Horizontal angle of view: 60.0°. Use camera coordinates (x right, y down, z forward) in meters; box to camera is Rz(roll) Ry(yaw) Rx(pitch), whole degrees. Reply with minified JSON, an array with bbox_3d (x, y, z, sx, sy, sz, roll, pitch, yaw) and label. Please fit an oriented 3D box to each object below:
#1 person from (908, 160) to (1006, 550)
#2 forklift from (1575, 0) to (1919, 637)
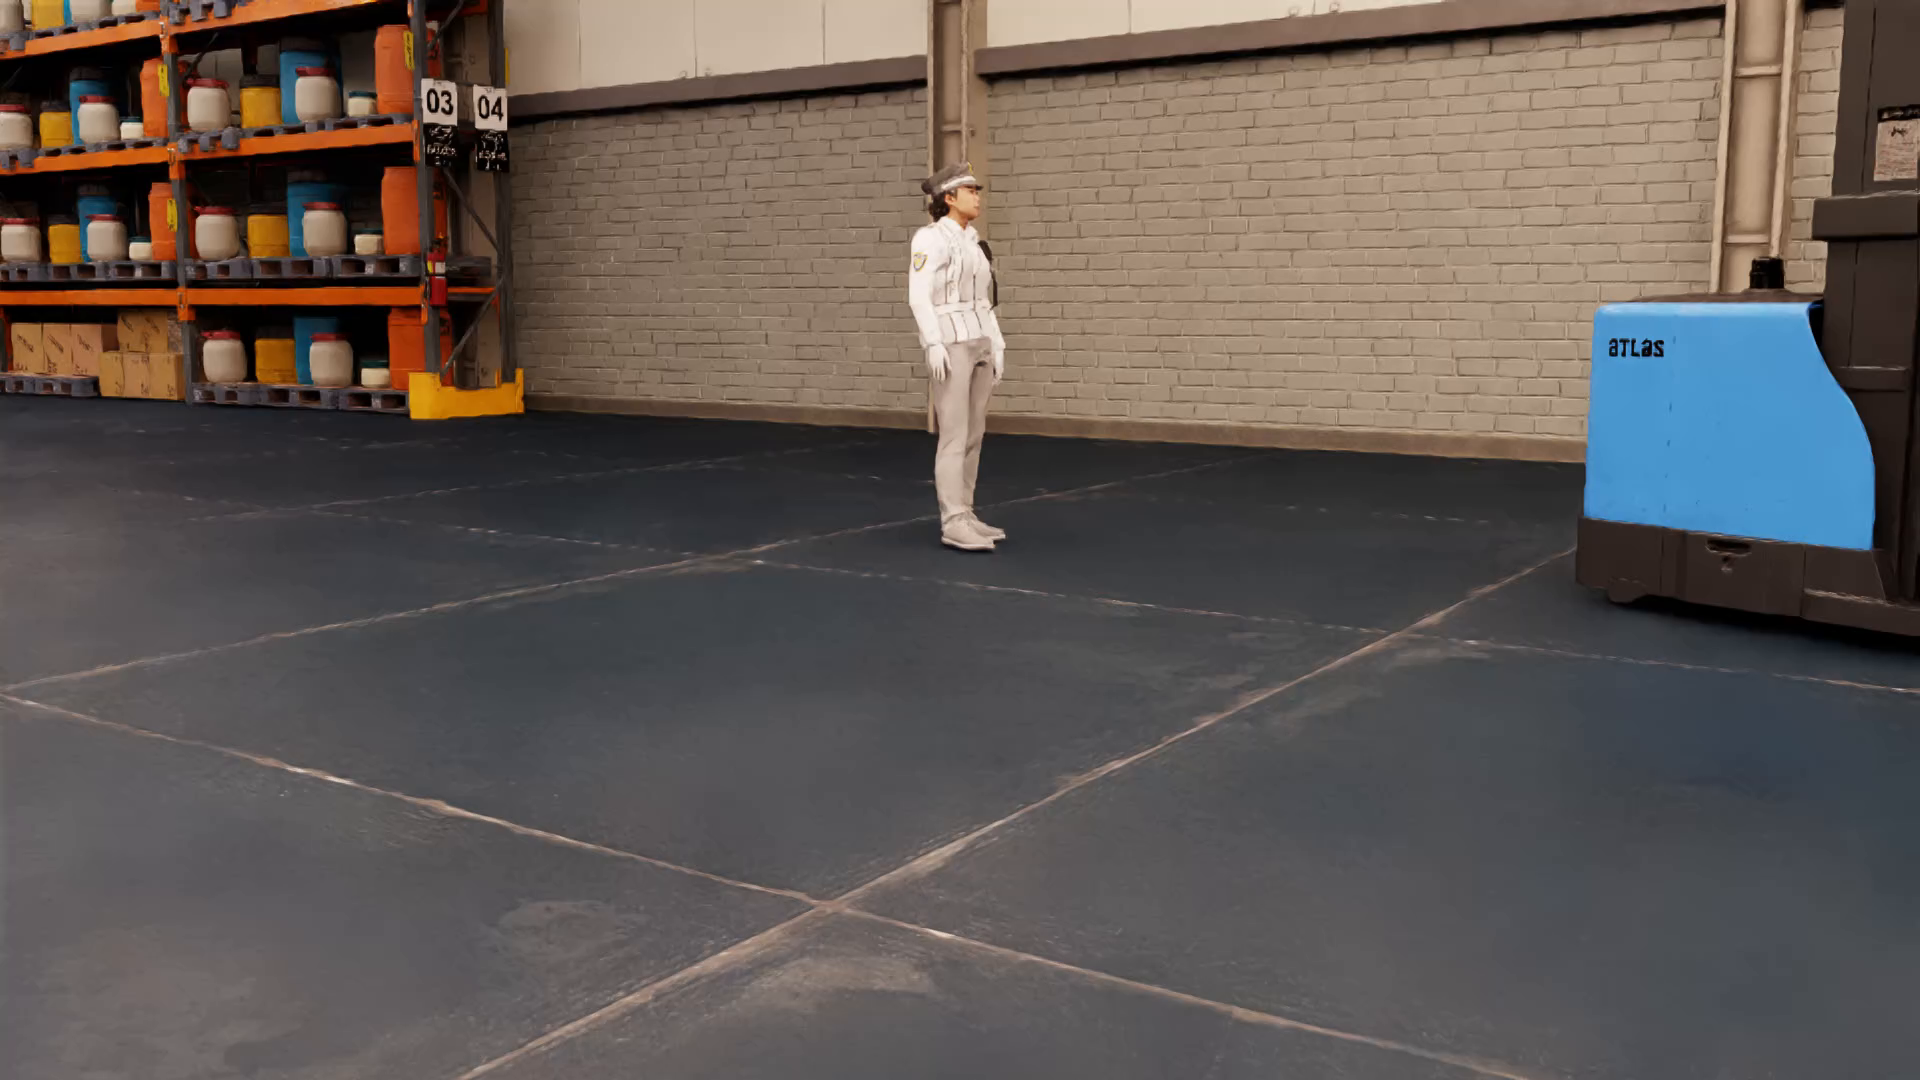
[{"bbox_3d":[0.052,-0.840,7.440,0.533,1.695,0.586,5,10,34],"label":"person"},{"bbox_3d":[3.504,-1.101,4.934,1.130,2.935,3.031,-6,10,-36],"label":"forklift"}]
